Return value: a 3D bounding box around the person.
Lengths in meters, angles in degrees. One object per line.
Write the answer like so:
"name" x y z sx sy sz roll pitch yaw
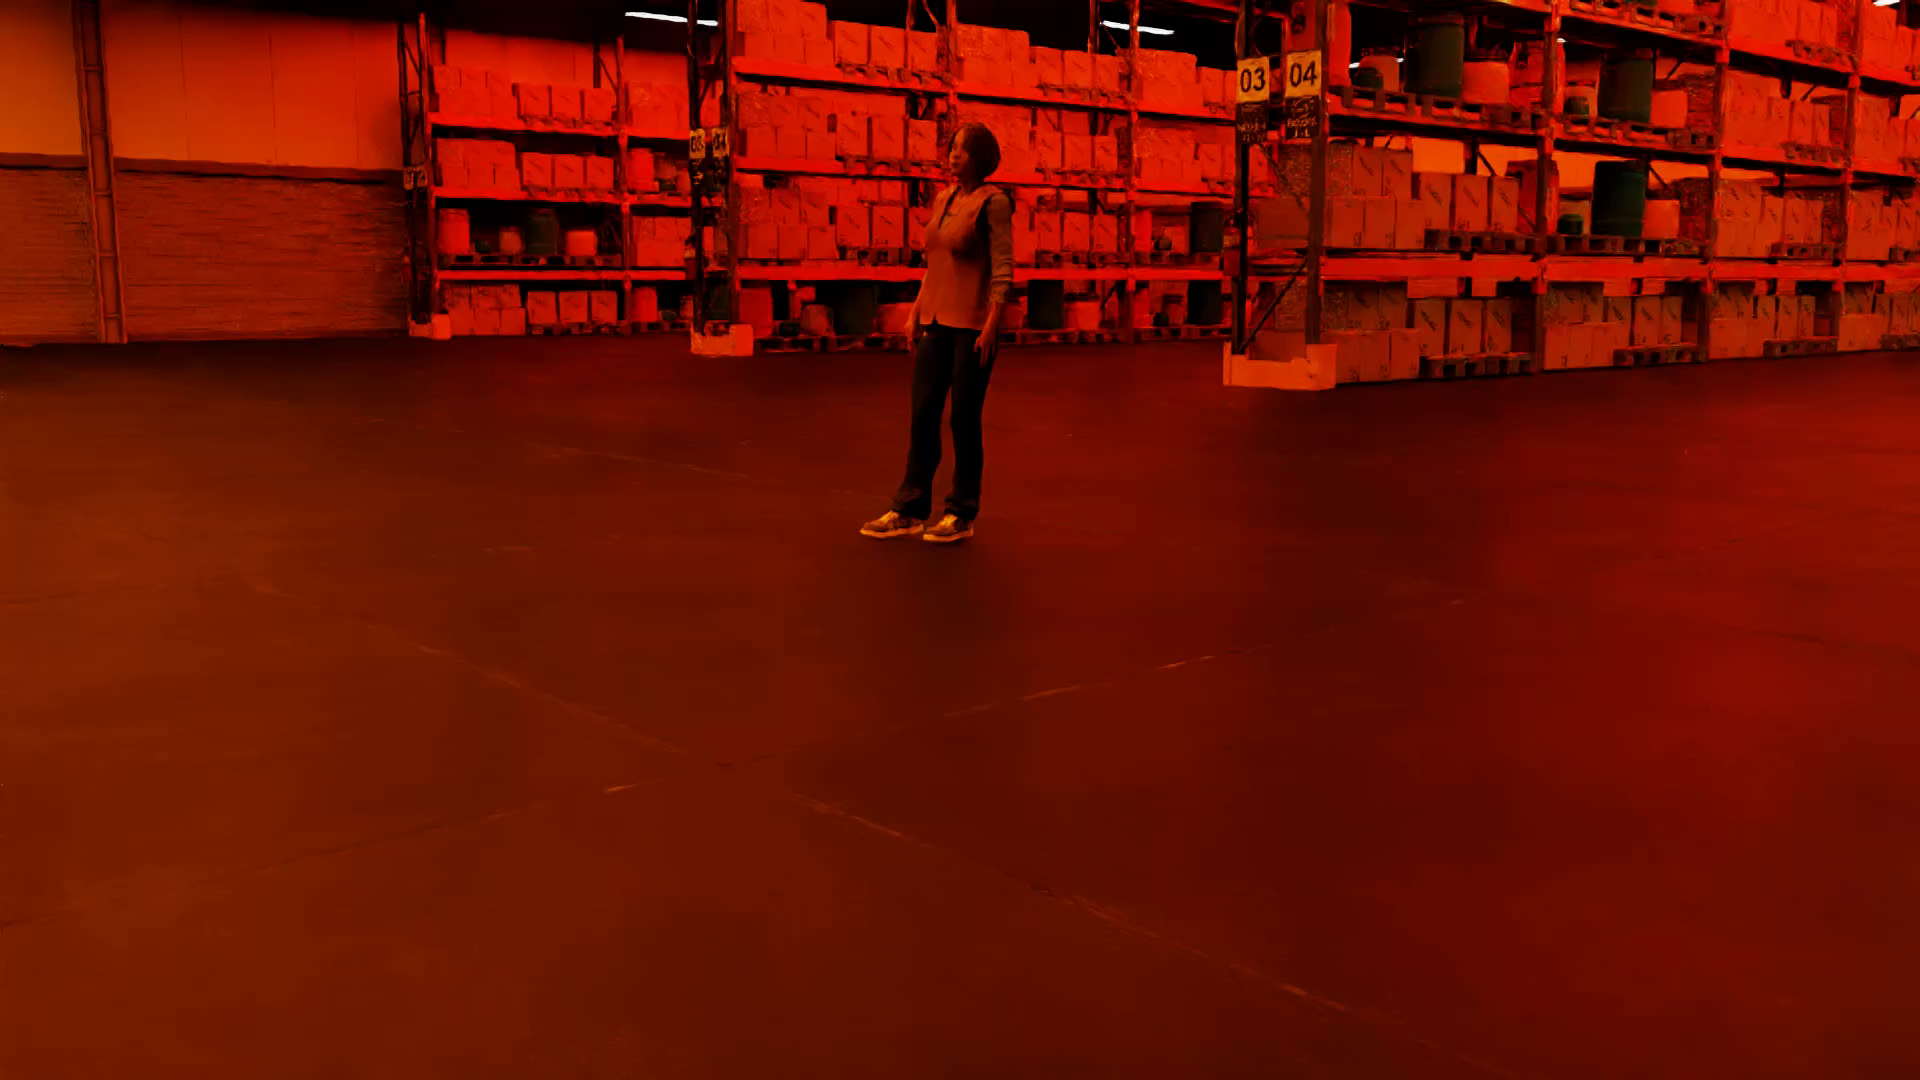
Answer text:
"person" 0.016 -1.134 6.384 0.257 0.920 0.502 -8 12 -40
